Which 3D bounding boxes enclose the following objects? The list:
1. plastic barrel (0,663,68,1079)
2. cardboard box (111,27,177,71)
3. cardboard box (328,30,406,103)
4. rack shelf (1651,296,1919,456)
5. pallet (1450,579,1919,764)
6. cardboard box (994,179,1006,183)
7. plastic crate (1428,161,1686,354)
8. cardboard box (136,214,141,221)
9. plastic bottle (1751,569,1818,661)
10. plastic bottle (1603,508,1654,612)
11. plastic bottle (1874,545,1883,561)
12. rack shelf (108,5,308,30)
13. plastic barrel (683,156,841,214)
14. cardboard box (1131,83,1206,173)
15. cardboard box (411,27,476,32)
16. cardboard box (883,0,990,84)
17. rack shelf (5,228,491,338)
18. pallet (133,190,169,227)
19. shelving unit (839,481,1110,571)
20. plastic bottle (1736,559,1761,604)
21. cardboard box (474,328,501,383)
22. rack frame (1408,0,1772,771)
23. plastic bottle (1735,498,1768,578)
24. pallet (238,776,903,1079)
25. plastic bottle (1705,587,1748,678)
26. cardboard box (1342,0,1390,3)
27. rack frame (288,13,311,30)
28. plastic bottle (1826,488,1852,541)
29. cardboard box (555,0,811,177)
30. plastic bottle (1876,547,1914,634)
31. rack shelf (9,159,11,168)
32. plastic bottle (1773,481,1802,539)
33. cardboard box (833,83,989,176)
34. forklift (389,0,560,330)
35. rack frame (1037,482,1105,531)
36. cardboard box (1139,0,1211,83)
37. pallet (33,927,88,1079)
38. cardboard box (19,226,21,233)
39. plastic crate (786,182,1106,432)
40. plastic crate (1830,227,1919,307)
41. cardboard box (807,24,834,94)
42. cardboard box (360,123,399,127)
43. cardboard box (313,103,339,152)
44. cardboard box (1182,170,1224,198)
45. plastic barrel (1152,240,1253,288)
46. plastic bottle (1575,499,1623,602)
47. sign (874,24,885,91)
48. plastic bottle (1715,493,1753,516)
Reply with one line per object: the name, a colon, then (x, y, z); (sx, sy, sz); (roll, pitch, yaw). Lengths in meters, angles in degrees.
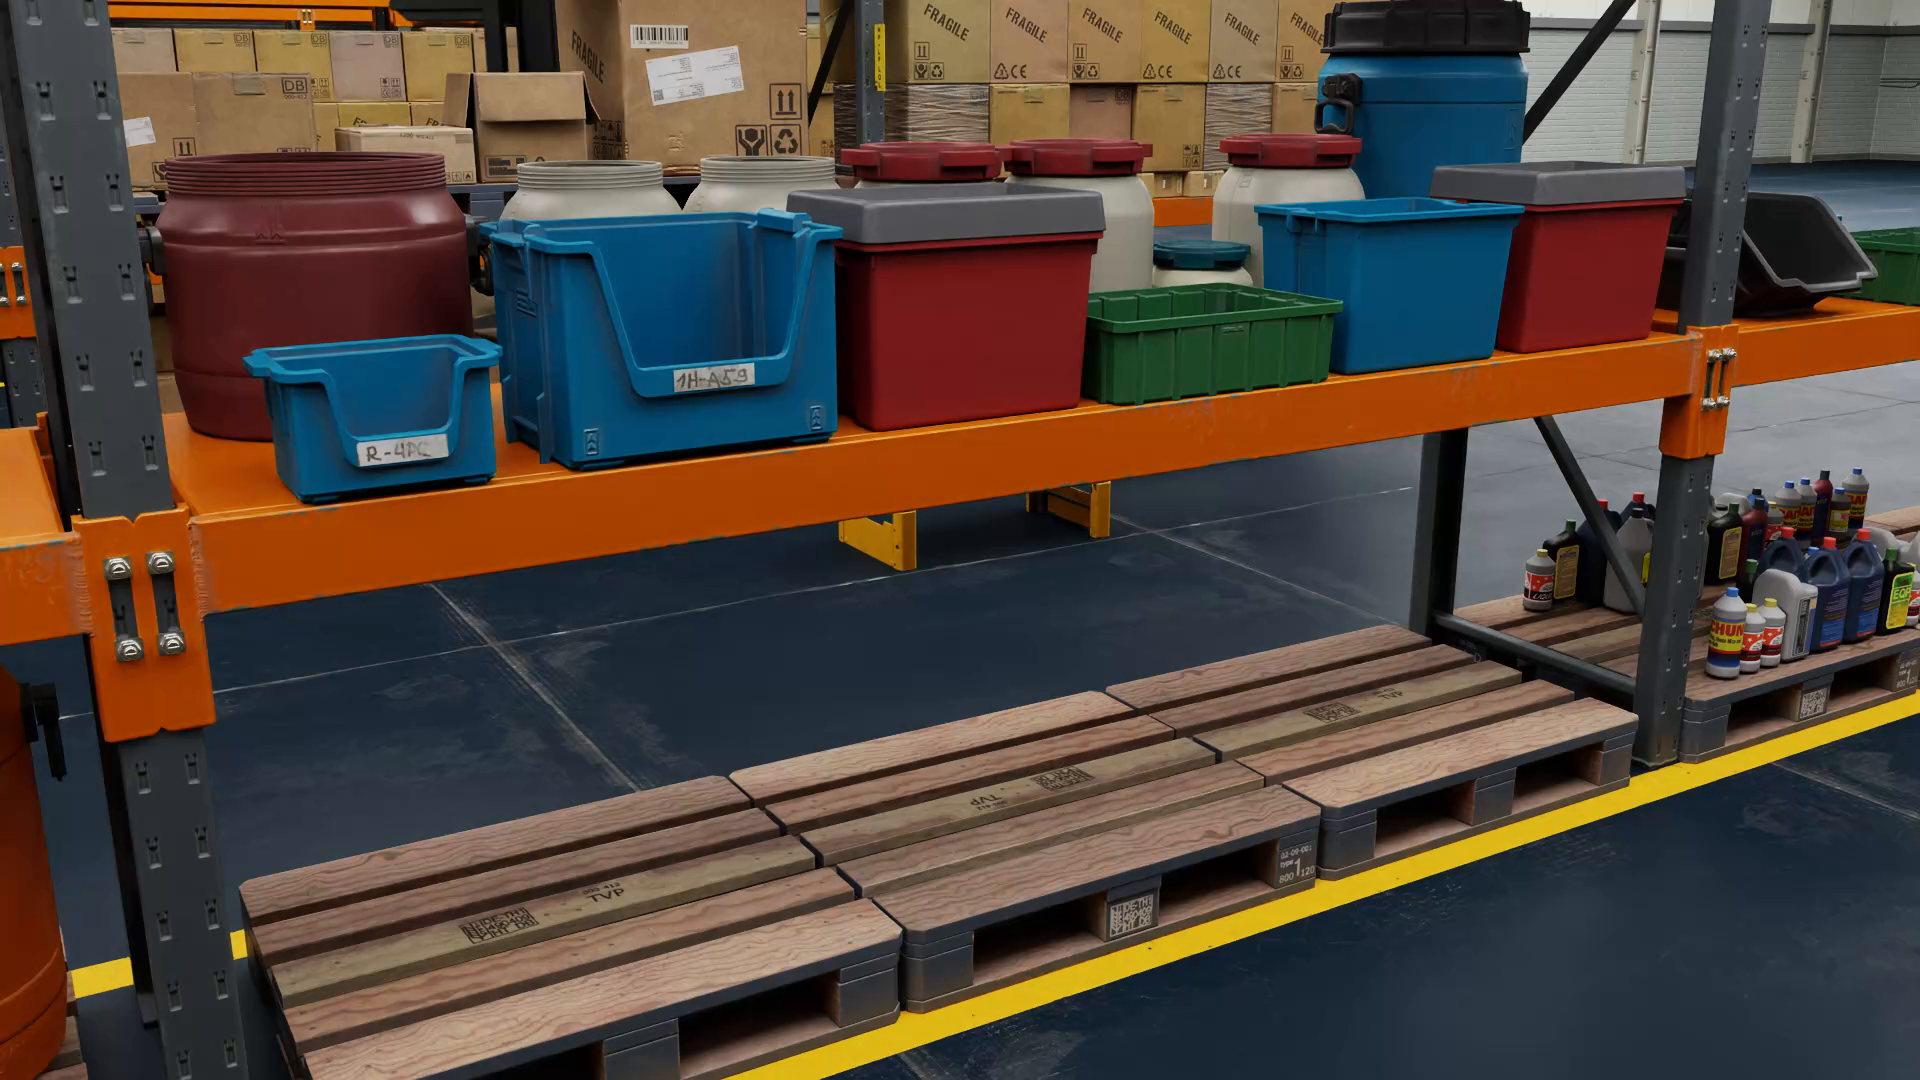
plastic barrel: (-1.986, 0.590, 2.989); (0.708, 0.830, 0.600); (-9, 18, -30)
cardboard box: (-5.771, -3.292, 11.560); (0.500, 0.500, 0.700); (-10, 18, -31)
cardboard box: (-4.461, -3.505, 12.319); (0.500, 0.500, 0.700); (-9, 18, -29)
rack shelf: (3.568, -0.812, 6.082); (4.000, 0.370, 1.077); (-9, 18, -30)
pallet: (2.451, 0.378, 5.668); (1.213, 0.211, 1.003); (-9, 18, -30)
cardboard box: (0.063, -1.939, 9.234); (0.250, 0.149, 0.380); (-9, 18, -30)
plastic crate: (1.596, -0.773, 4.492); (0.583, 0.464, 0.402); (-9, 18, -30)
cardboard box: (-10.114, -4.240, 20.599); (0.625, 0.625, 0.875); (-10, 19, -32)
plastic bottle: (2.616, 0.225, 5.281); (0.135, 0.276, 0.152); (-8, 18, -28)
plastic bottle: (2.332, 0.060, 5.730); (0.185, 0.351, 0.144); (-9, 18, -30)
plastic bottle: (3.028, 0.150, 5.558); (0.097, 0.271, 0.097); (0, 16, 0)
rack shelf: (-10.075, -6.287, 20.056); (4.000, 0.370, 1.077); (-9, 18, -30)
plastic barrel: (-0.442, -0.629, 3.890); (0.421, 0.512, 0.421); (0, 16, 0)
cardboard box: (0.994, -2.480, 9.964); (0.500, 0.500, 0.875); (-9, 18, -30)
cardboard box: (-5.312, -5.003, 17.112); (0.500, 0.500, 0.700); (-9, 18, -30)
cardboard box: (-0.180, -2.703, 8.906); (0.500, 0.500, 0.500); (-9, 18, -30)
rack shelf: (-2.411, -1.402, 8.187); (4.000, 0.370, 1.077); (-9, 18, -30)
pallet: (-3.570, -1.502, 7.565); (1.003, 0.211, 1.213); (-9, 18, -30)
shelving unit: (0.065, -0.733, 7.245); (1.083, 1.500, 0.587); (-9, 18, -30)
plastic bottle: (2.560, 0.197, 5.367); (0.133, 0.283, 0.061); (-9, 18, -30)
cardboard box: (-2.132, -0.814, 8.574); (0.500, 0.500, 0.700); (-11, 19, -34)
rack frame: (1.854, -0.880, 4.993); (0.127, 3.000, 1.000); (-9, 18, -30)
plastic bottle: (2.895, -0.009, 6.103); (0.133, 0.283, 0.061); (-9, 18, -30)
pallet: (-0.891, 0.920, 3.738); (1.213, 0.211, 1.003); (-9, 18, -30)
plastic bottle: (2.353, 0.279, 5.099); (0.097, 0.271, 0.097); (0, 16, 0)
cardboard box: (2.388, -3.122, 10.400); (0.500, 0.500, 0.500); (-9, 18, -30)
rack frame: (-8.360, -5.467, 21.356); (0.127, 3.000, 1.000); (-9, 18, -30)
plastic bottle: (3.479, -0.107, 6.602); (0.097, 0.201, 0.097); (0, 16, 0)
cardboard box: (-1.450, -2.439, 8.665); (1.000, 1.000, 1.000); (-9, 18, -29)
plastic bottle: (3.084, 0.160, 5.500); (0.133, 0.283, 0.061); (-8, 18, -27)
rack shelf: (-7.515, -3.695, 16.366); (4.000, 0.370, 1.077); (-9, 18, -30)
plastic bottle: (3.188, -0.093, 6.424); (0.097, 0.271, 0.097); (0, 16, 0)
cardboard box: (-0.279, -2.266, 9.200); (0.500, 0.500, 0.875); (-9, 18, -30)
forklift: (-2.977, -2.517, 10.960); (3.031, 2.935, 1.130); (4, 16, 14)
rack frame: (0.509, -0.805, 7.502); (0.032, 1.500, 0.500); (-9, 18, -30)
cardboard box: (1.099, -2.914, 9.660); (0.500, 0.500, 0.500); (-9, 18, -30)
pallet: (-2.229, 1.137, 2.961); (1.213, 0.211, 1.003); (-9, 18, -30)
cardboard box: (-8.740, -2.776, 15.847); (0.625, 0.372, 0.950); (-11, 19, -33)
plastic crate: (-0.032, -0.509, 3.550); (0.583, 0.464, 0.402); (-9, 18, -30)
plastic crate: (3.163, -0.902, 5.462); (0.662, 0.188, 0.450); (-9, 18, -30)
cardboard box: (-1.435, -4.046, 14.006); (0.500, 0.550, 0.875); (-9, 18, -30)
cardboard box: (-2.835, -1.902, 8.109); (0.258, 0.266, 0.396); (-10, 18, -31)
cardboard box: (-4.775, -2.890, 11.978); (0.500, 0.500, 0.500); (-9, 18, -30)
cardboard box: (1.362, -2.141, 9.957); (0.250, 0.149, 0.380); (-9, 18, -30)
plastic barrel: (0.640, -0.665, 4.482); (0.301, 0.262, 0.301); (0, 16, 0)
plastic bottle: (2.257, 0.027, 5.849); (0.185, 0.351, 0.144); (-10, 18, -31)
sign: (-0.408, -2.456, 8.469); (0.005, 0.325, 0.100); (-9, 18, -30)
plastic bottle: (2.840, -0.030, 6.192); (0.135, 0.276, 0.152); (-9, 18, -29)
